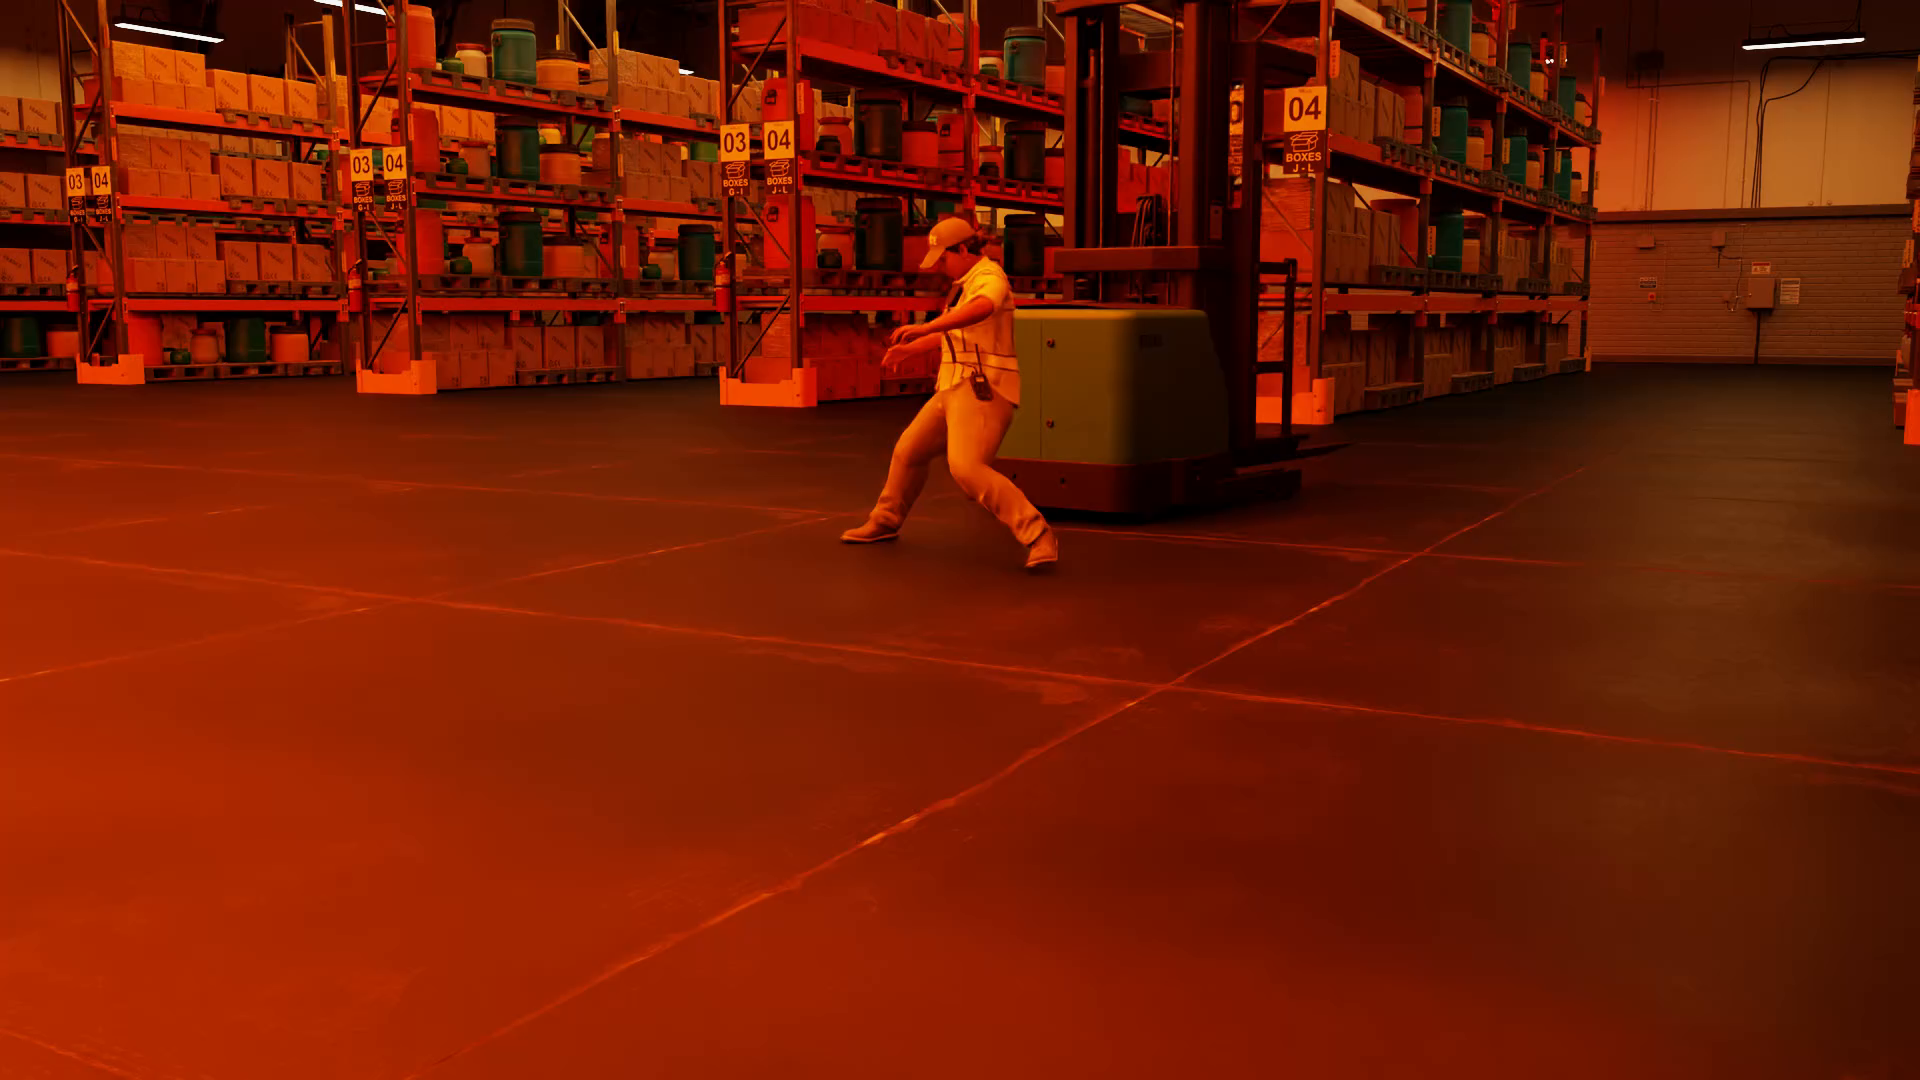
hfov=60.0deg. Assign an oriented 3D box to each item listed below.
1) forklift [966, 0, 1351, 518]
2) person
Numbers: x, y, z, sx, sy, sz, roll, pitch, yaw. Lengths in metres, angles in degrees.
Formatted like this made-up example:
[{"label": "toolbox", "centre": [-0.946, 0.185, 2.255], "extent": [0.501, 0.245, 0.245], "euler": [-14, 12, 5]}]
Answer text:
[{"label": "forklift", "centre": [1.328, -1.717, 9.531], "extent": [1.130, 2.935, 3.031], "euler": [6, 10, 37]}, {"label": "person", "centre": [-0.058, -0.652, 7.180], "extent": [0.789, 1.461, 1.285], "euler": [-2, 8, -11]}]
